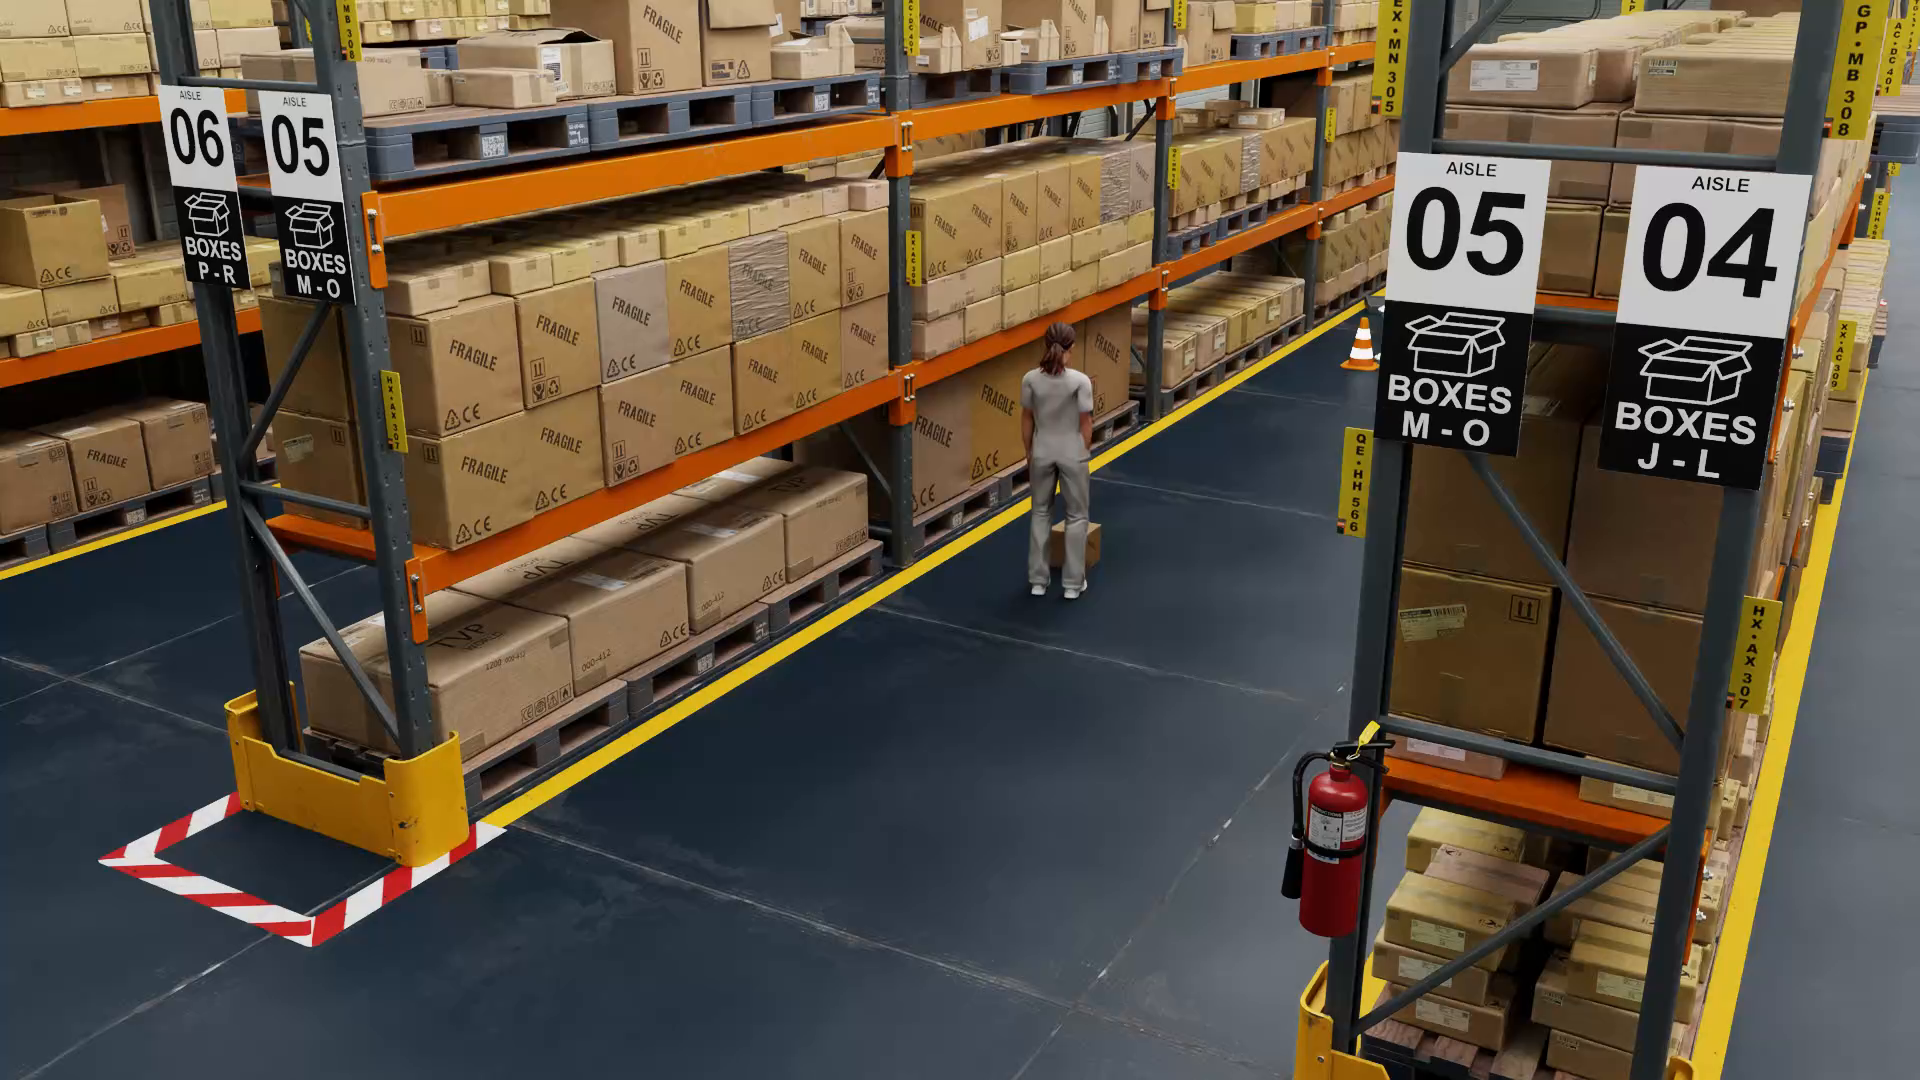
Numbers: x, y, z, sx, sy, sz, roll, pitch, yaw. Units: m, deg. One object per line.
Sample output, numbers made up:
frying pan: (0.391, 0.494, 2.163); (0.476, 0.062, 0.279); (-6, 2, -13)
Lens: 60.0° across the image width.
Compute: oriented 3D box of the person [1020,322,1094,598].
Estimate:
person: (0.572, -0.471, 9.919); (0.444, 1.669, 0.358); (6, 20, 16)
